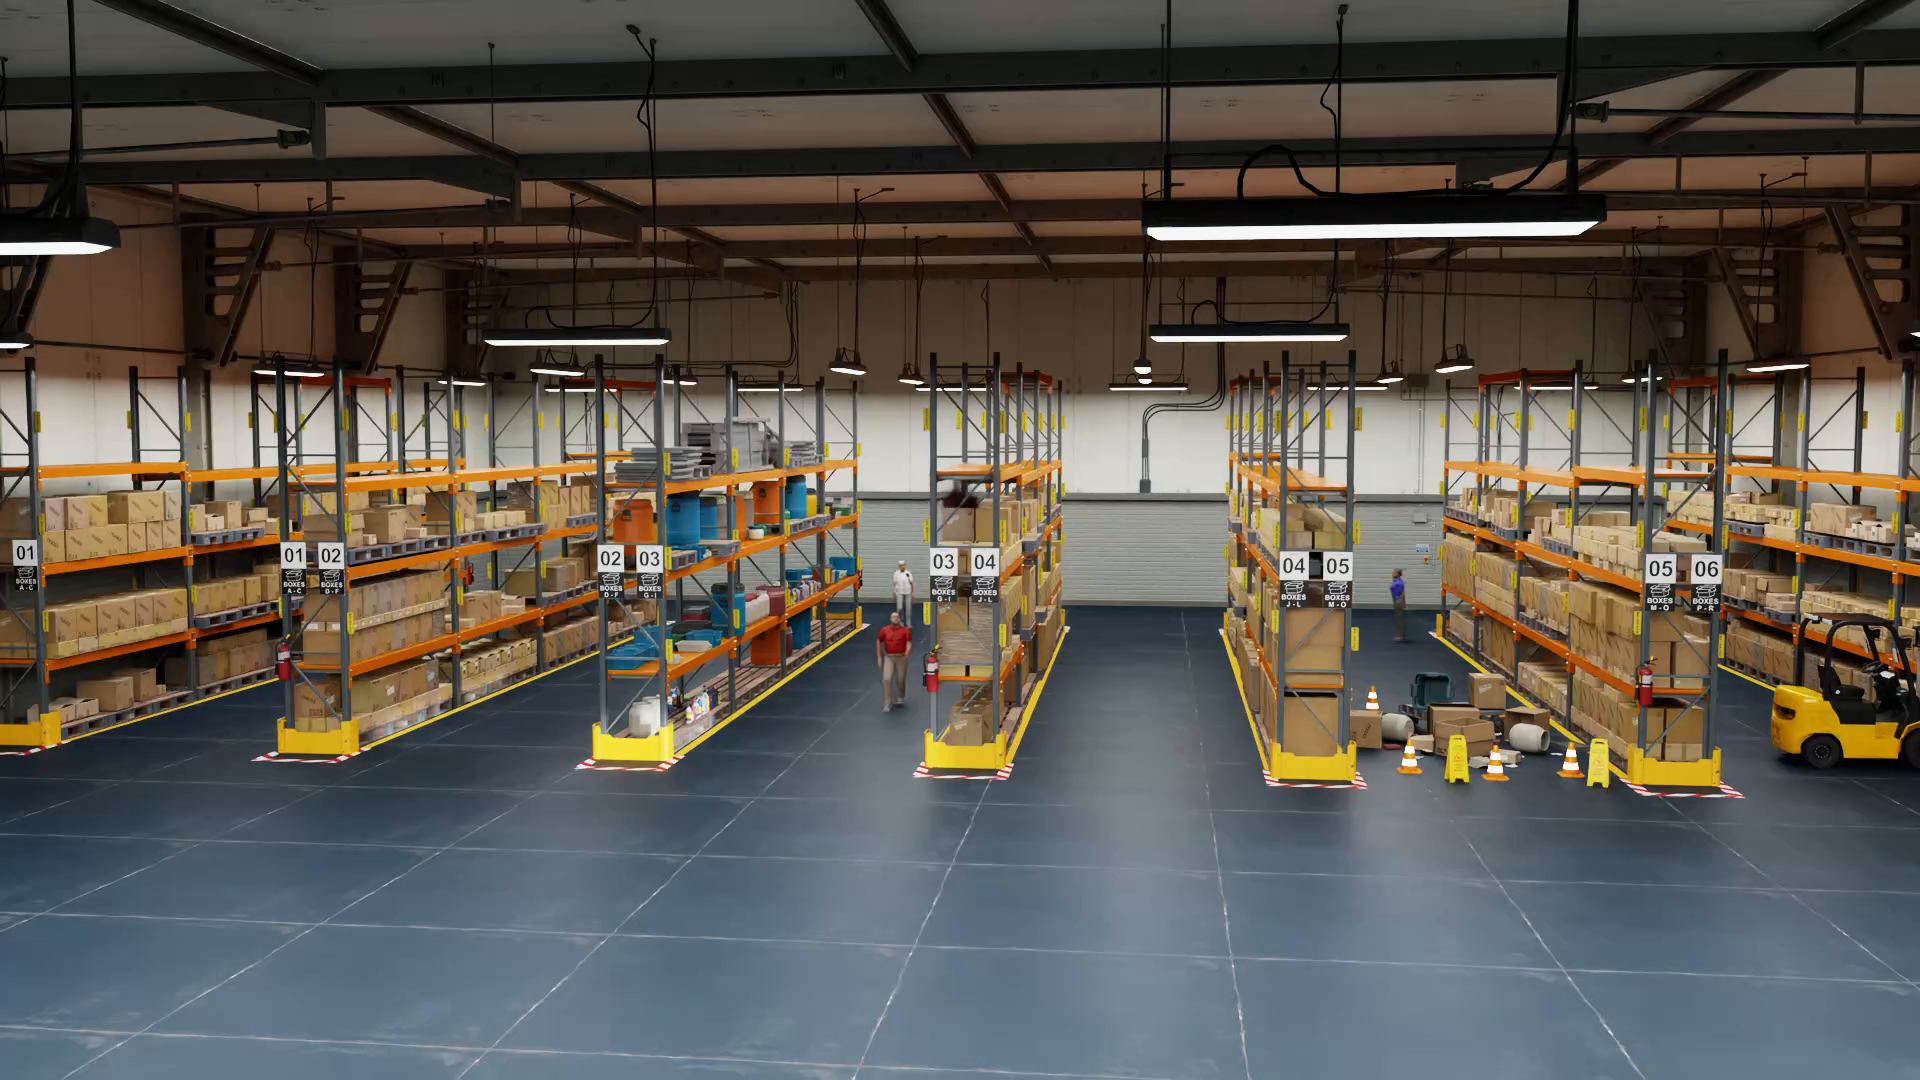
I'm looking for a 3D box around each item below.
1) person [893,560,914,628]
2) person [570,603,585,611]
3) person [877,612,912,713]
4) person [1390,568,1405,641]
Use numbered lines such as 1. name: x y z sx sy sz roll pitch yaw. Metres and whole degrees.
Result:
1. person: -1.354 1.326 40.221 0.512 1.667 0.487 -1 4 -13
2. person: -9.947 1.071 43.511 0.530 1.674 0.487 1 4 11
3. person: -1.160 2.129 29.098 0.631 1.734 0.947 0 4 6
4. person: 10.057 1.478 38.201 0.355 1.661 0.524 0 4 7
